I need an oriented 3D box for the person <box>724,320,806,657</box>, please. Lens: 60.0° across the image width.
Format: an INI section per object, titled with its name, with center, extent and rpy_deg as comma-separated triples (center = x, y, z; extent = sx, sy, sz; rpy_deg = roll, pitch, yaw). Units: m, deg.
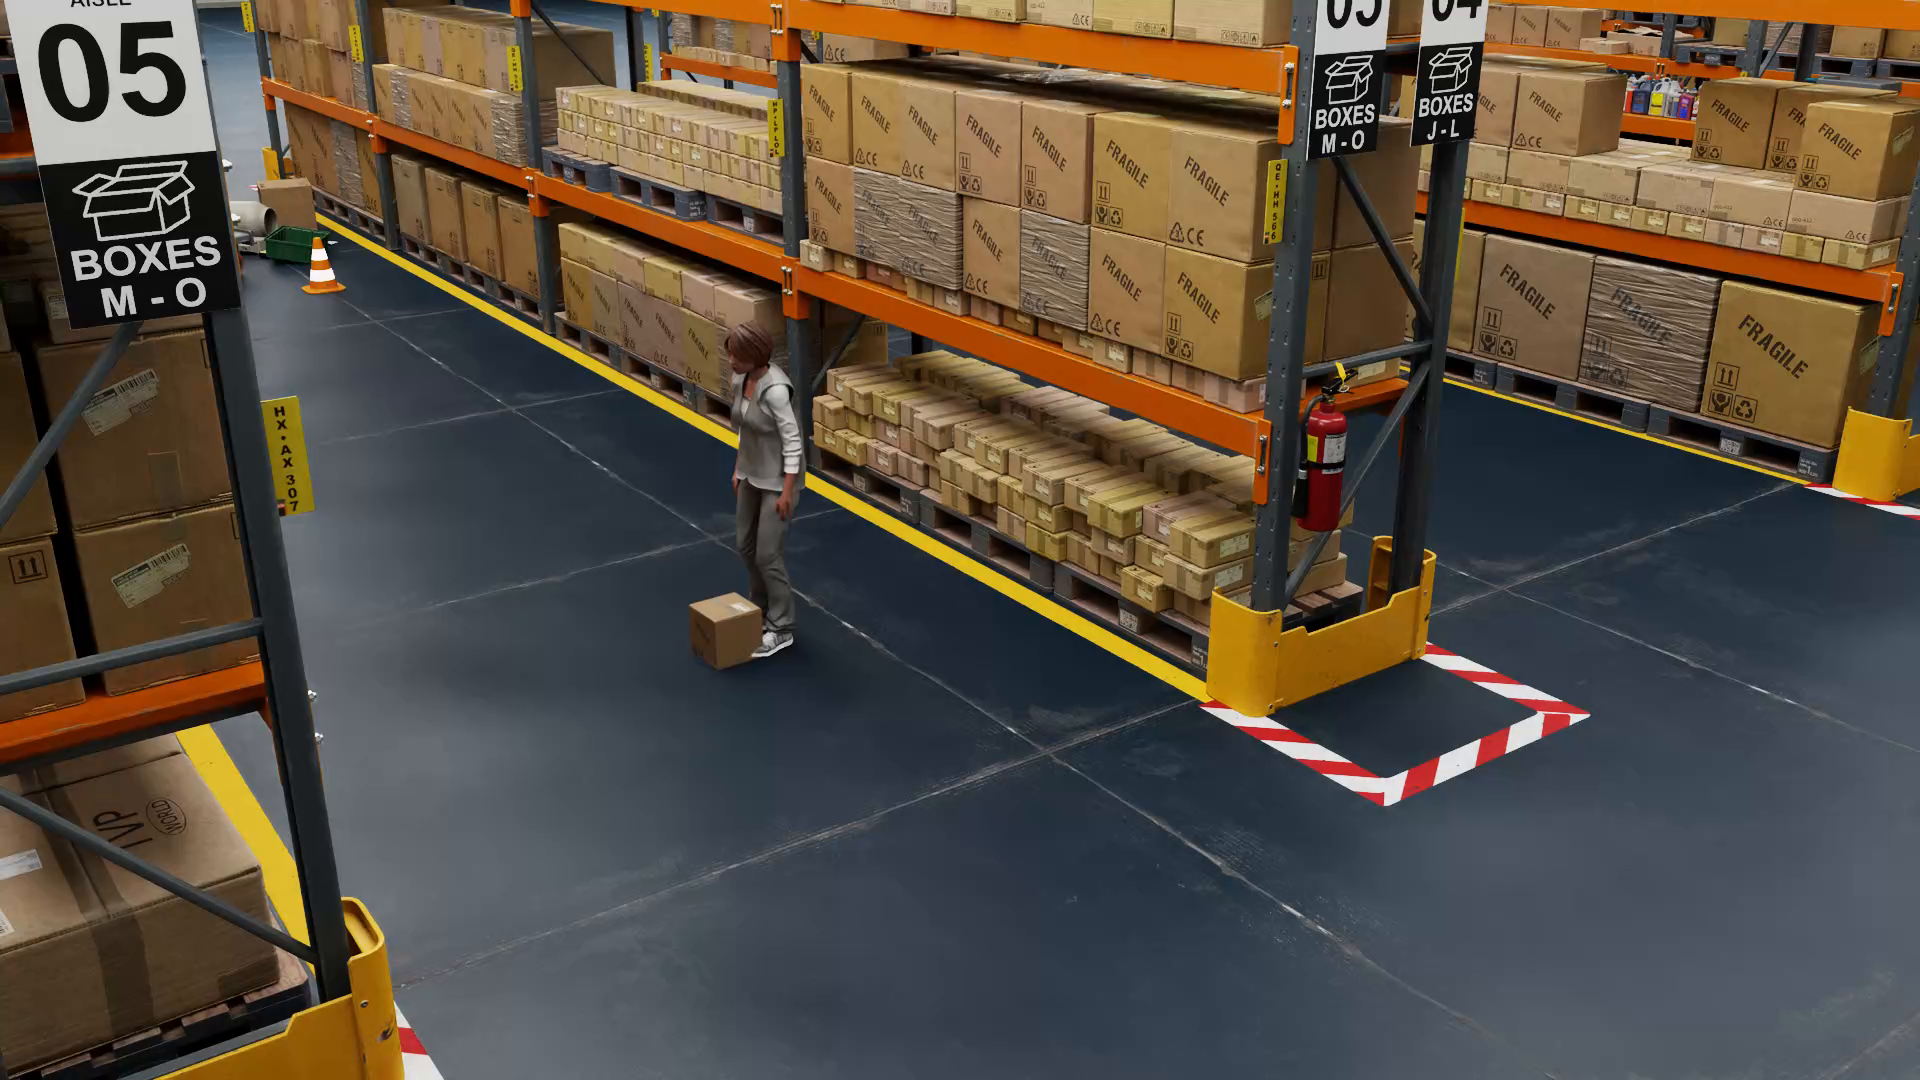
[person]
center = -0.918, -0.247, 7.727
extent = 0.377, 1.590, 0.469
rpy_deg = -16, 27, -35
